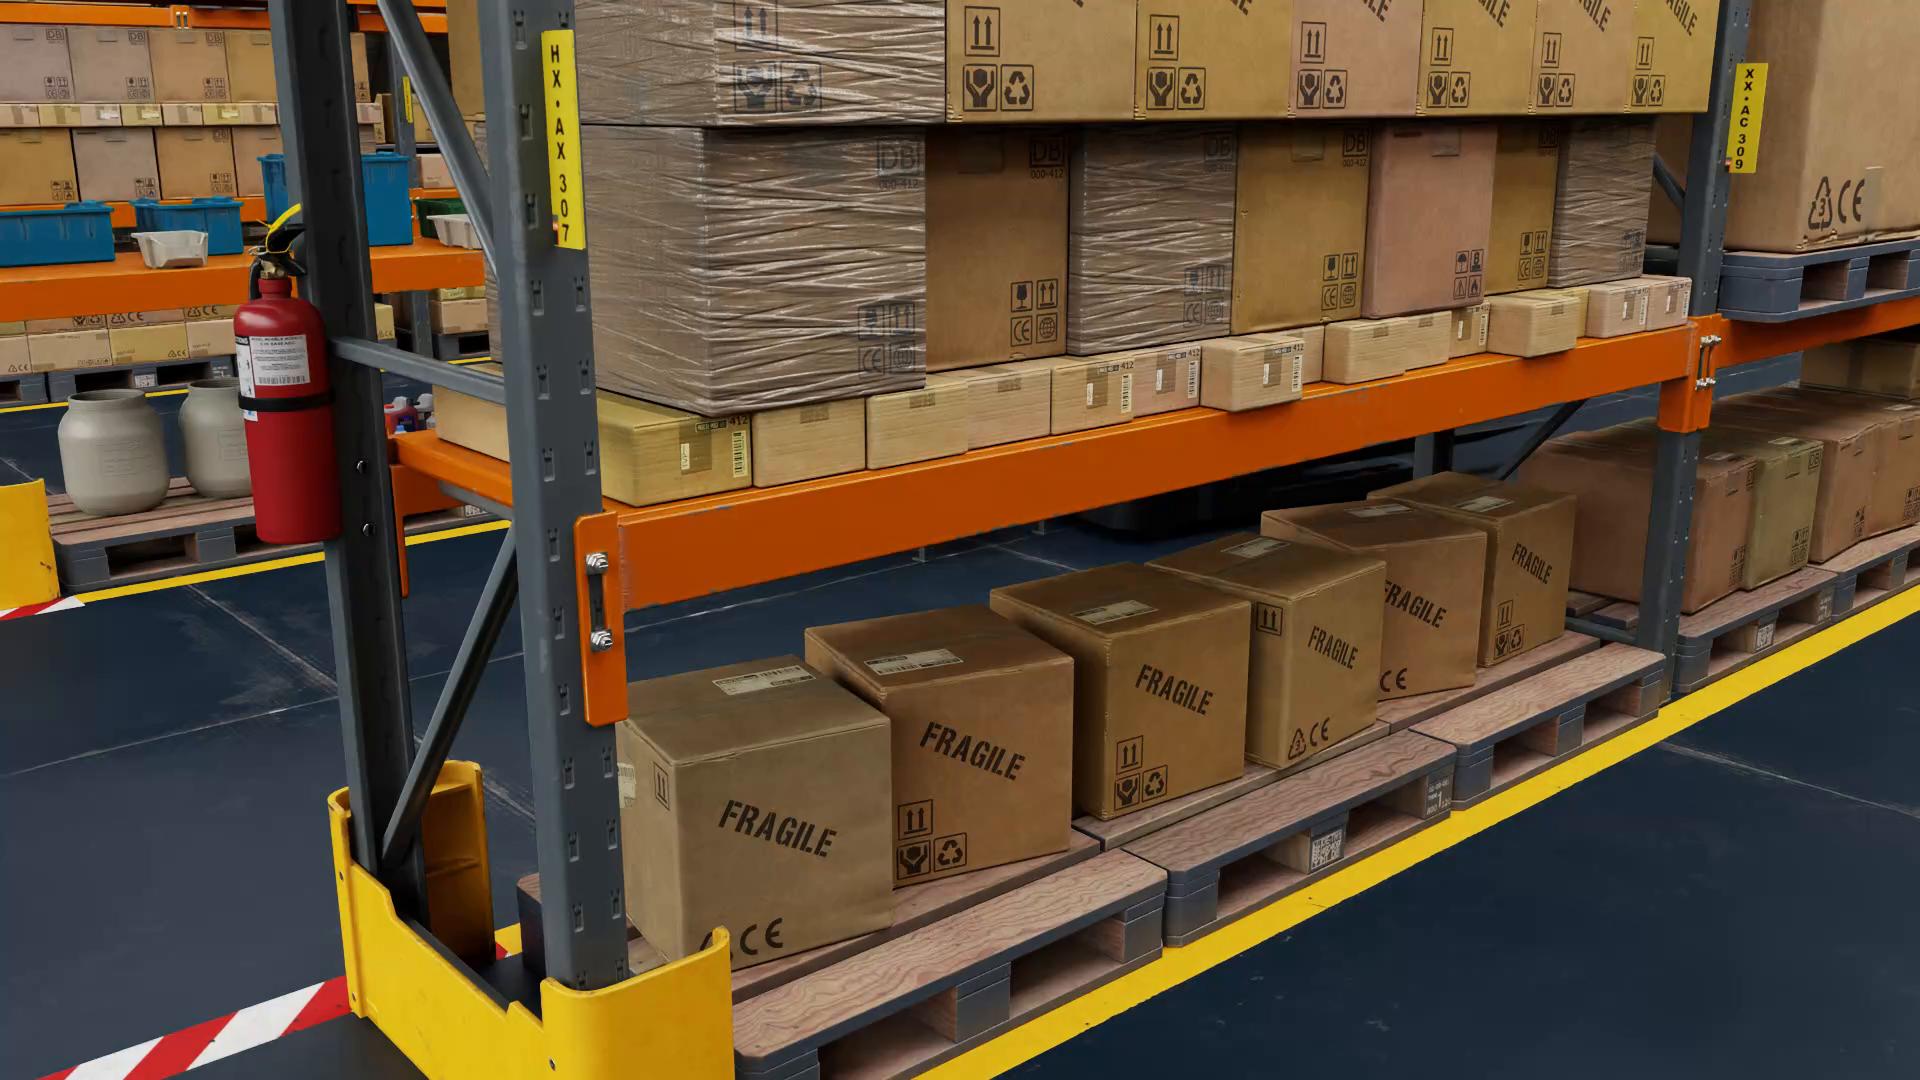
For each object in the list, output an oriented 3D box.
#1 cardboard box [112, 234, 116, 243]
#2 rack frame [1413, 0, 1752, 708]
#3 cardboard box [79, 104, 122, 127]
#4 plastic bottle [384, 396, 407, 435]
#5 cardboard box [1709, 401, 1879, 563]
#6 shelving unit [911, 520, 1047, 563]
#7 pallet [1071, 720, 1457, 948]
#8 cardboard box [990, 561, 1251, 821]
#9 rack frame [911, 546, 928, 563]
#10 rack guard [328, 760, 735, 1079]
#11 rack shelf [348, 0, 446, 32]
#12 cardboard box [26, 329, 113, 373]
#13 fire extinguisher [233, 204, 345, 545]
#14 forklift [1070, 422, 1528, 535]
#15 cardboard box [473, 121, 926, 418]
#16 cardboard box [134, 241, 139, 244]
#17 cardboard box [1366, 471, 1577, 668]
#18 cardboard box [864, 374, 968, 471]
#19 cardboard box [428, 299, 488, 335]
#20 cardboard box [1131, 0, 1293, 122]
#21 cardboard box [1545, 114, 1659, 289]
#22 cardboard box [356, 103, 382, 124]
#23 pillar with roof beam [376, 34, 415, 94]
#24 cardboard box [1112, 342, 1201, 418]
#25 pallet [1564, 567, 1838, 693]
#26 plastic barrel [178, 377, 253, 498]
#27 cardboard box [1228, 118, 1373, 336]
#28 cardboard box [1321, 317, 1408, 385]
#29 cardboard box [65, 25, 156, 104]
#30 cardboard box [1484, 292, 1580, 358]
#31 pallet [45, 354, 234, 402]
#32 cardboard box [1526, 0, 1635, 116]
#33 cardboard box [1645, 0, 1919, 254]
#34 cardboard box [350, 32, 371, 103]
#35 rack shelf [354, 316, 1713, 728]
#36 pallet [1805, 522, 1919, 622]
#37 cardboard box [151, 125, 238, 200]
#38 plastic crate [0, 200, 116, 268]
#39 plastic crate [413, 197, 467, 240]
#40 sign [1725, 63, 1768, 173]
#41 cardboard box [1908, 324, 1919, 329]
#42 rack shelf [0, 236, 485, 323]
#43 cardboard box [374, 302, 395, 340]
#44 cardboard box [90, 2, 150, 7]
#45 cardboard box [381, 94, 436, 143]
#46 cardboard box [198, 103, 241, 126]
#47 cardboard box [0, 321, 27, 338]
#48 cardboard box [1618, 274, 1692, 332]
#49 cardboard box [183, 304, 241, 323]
[{"bbox_3d":[-8.463,-2.695,16.017,0.500,0.500,0.500,14,21,43],"label":"cardboard box"},{"bbox_3d":[2.048,-0.980,5.608,0.127,3.000,1.000,-13,19,-39],"label":"rack frame"},{"bbox_3d":[-5.872,-2.879,11.263,0.250,0.149,0.380,-12,19,-39],"label":"cardboard box"},{"bbox_3d":[-2.915,-0.598,8.600,0.135,0.276,0.152,-12,19,-39],"label":"plastic bottle"},{"bbox_3d":[3.319,-0.257,6.892,0.700,0.500,0.500,14,20,42],"label":"cardboard box"},{"bbox_3d":[-0.005,-0.723,7.552,0.755,1.500,0.431,-13,19,-39],"label":"shelving unit"},{"bbox_3d":[0.644,0.695,4.739,1.213,0.211,1.003,-13,19,-39],"label":"pallet"},{"bbox_3d":[0.426,0.389,4.511,0.500,0.500,0.500,-10,18,-34],"label":"cardboard box"},{"bbox_3d":[-0.281,-0.661,7.320,0.023,1.500,0.400,-13,19,-39],"label":"rack frame"},{"bbox_3d":[-0.912,0.892,3.442,0.348,0.500,1.175,-13,19,-39],"label":"rack guard"},{"bbox_3d":[-2.943,-4.350,13.805,4.000,0.370,1.077,-13,19,-39],"label":"rack shelf"},{"bbox_3d":[-6.167,-1.324,11.409,0.500,0.250,0.500,-13,19,-39],"label":"cardboard box"},{"bbox_3d":[-1.358,-0.336,3.345,0.183,0.674,0.296,-13,19,-39],"label":"fire extinguisher"},{"bbox_3d":[1.729,-1.706,8.458,3.031,2.935,1.130,-10,18,-32],"label":"forklift"},{"bbox_3d":[-0.537,-0.583,3.349,0.500,0.500,0.875,-13,19,-39],"label":"cardboard box"},{"bbox_3d":[-5.762,-1.959,12.334,0.500,0.500,0.500,-13,19,-39],"label":"cardboard box"},{"bbox_3d":[1.720,0.084,5.652,0.500,0.500,0.500,-13,20,-41],"label":"cardboard box"},{"bbox_3d":[-0.198,-0.261,3.403,0.250,0.149,0.380,-13,19,-39],"label":"cardboard box"},{"bbox_3d":[-3.985,-1.804,13.206,0.500,0.250,0.500,-13,20,-41],"label":"cardboard box"},{"bbox_3d":[0.382,-1.186,3.671,0.500,0.500,0.500,-13,19,-39],"label":"cardboard box"},{"bbox_3d":[1.668,-1.108,5.317,0.500,0.500,0.875,-13,19,-39],"label":"cardboard box"},{"bbox_3d":[-4.517,-3.184,12.405,0.250,0.149,0.380,-13,20,-39],"label":"cardboard box"},{"bbox_3d":[-3.412,-6.559,14.870,0.400,9.000,9.100,-13,19,-39],"label":"pillar with roof beam"},{"bbox_3d":[0.341,-0.396,3.908,0.250,0.149,0.380,-13,19,-39],"label":"cardboard box"},{"bbox_3d":[2.634,0.235,6.463,1.213,0.211,1.003,-13,19,-39],"label":"pallet"},{"bbox_3d":[-3.396,-0.479,7.739,0.421,0.512,0.421,0,15,0],"label":"plastic barrel"},{"bbox_3d":[0.552,-0.849,4.348,0.500,0.500,0.875,-13,19,-39],"label":"cardboard box"},{"bbox_3d":[0.938,-0.514,4.349,0.250,0.149,0.380,-13,19,-39],"label":"cardboard box"},{"bbox_3d":[-5.918,-3.253,11.409,0.500,0.500,0.700,-13,19,-39],"label":"cardboard box"},{"bbox_3d":[1.540,-0.630,4.784,0.250,0.149,0.380,-13,19,-39],"label":"cardboard box"},{"bbox_3d":[-6.000,-1.228,11.939,1.213,0.211,1.003,-13,19,-39],"label":"pallet"},{"bbox_3d":[1.513,-1.441,4.624,0.500,0.500,0.500,-13,19,-39],"label":"cardboard box"},{"bbox_3d":[2.739,-1.581,5.878,1.000,1.000,1.000,-12,19,-39],"label":"cardboard box"},{"bbox_3d":[-4.783,-3.508,12.364,0.500,0.500,0.700,-13,19,-39],"label":"cardboard box"},{"bbox_3d":[0.539,-0.294,4.433,4.000,0.370,1.077,-13,19,-39],"label":"rack shelf"},{"bbox_3d":[3.555,0.027,7.241,1.213,0.211,1.003,-13,19,-39],"label":"pallet"},{"bbox_3d":[-5.557,-2.707,11.877,0.500,0.500,0.700,-12,19,-39],"label":"cardboard box"},{"bbox_3d":[-4.040,-1.338,7.236,0.616,0.251,0.499,-13,19,-39],"label":"plastic crate"},{"bbox_3d":[-2.413,-1.667,8.590,0.662,0.188,0.450,-13,19,-39],"label":"plastic crate"},{"bbox_3d":[2.410,-1.294,5.106,0.005,0.325,0.100,-13,19,-39],"label":"sign"},{"bbox_3d":[4.580,-0.906,7.867,0.500,0.250,0.500,-12,19,-37],"label":"cardboard box"},{"bbox_3d":[-2.712,-1.258,8.042,4.000,0.370,1.077,-13,19,-39],"label":"rack shelf"},{"bbox_3d":[-4.658,-1.663,12.678,0.500,0.250,0.500,-13,19,-39],"label":"cardboard box"},{"bbox_3d":[-7.927,-5.246,15.534,0.500,0.500,0.500,-12,19,-38],"label":"cardboard box"},{"bbox_3d":[-5.962,-4.515,17.794,0.500,0.500,0.700,-13,19,-39],"label":"cardboard box"},{"bbox_3d":[-5.285,-3.012,11.761,0.250,0.149,0.380,-13,20,-40],"label":"cardboard box"},{"bbox_3d":[-6.543,-1.601,10.994,0.500,0.500,0.500,-13,19,-39],"label":"cardboard box"},{"bbox_3d":[2.079,-0.765,5.290,0.250,0.149,0.380,-13,19,-39],"label":"cardboard box"},{"bbox_3d":[-5.418,-1.857,11.953,0.500,0.500,0.500,-13,19,-39],"label":"cardboard box"}]
